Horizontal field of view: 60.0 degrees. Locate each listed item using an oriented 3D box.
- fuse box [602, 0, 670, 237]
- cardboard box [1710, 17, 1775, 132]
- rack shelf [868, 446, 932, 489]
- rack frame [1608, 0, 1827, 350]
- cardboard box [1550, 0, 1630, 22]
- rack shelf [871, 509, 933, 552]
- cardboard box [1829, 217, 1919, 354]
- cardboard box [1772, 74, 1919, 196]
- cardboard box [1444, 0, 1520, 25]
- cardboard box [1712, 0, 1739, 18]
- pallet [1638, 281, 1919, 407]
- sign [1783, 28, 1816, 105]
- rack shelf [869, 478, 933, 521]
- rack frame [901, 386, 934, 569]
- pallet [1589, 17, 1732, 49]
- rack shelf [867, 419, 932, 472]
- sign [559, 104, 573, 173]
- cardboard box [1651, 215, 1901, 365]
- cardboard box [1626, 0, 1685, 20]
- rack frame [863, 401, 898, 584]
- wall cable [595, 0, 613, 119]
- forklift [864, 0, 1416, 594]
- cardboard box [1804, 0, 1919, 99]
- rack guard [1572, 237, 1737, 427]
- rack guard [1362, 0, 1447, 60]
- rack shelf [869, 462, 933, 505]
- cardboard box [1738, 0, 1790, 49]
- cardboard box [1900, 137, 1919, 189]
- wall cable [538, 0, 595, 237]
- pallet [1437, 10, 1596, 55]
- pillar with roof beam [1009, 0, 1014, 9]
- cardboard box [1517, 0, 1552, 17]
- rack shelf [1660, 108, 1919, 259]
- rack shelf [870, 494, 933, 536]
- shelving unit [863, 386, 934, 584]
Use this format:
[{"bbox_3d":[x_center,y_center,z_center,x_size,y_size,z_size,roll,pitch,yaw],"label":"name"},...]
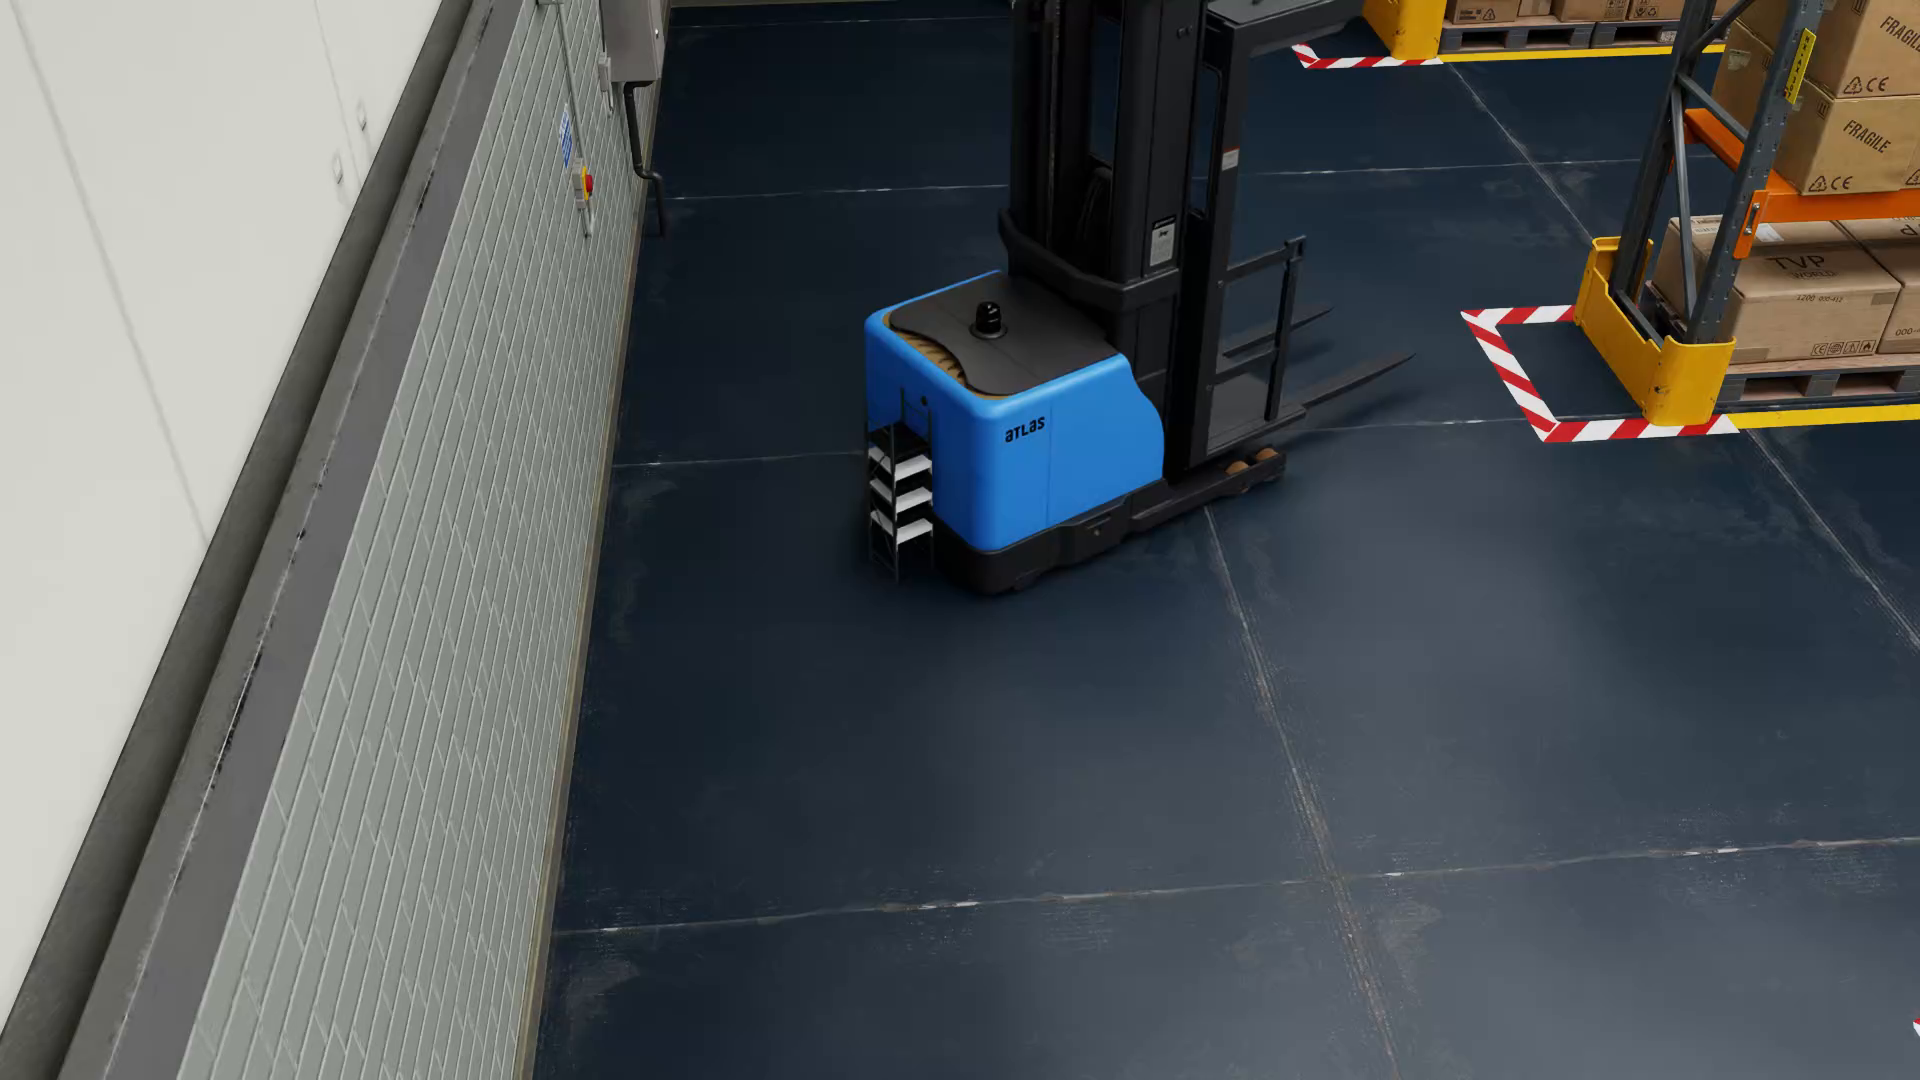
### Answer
[{"bbox_3d":[-1.840,-2.622,10.013,0.414,1.711,0.539,-3,38,-4],"label":"fuse box"},{"bbox_3d":[4.272,-2.376,8.581,0.500,0.500,0.500,-3,38,-4],"label":"cardboard box"},{"bbox_3d":[-0.279,-0.357,7.561,0.200,0.077,0.258,-23,44,-27],"label":"rack shelf"},{"bbox_3d":[3.815,-2.147,8.372,0.127,3.000,1.000,-3,38,-4],"label":"rack frame"},{"bbox_3d":[4.844,-4.391,12.895,0.500,0.500,0.700,-2,38,-2],"label":"cardboard box"},{"bbox_3d":[-0.279,-0.074,7.784,0.200,0.077,0.258,-23,44,-27],"label":"rack shelf"},{"bbox_3d":[5.375,-1.460,9.230,0.875,0.438,0.875,-2,38,-3],"label":"cardboard box"},{"bbox_3d":[4.319,-2.036,8.150,0.500,0.500,0.500,-3,38,-4],"label":"cardboard box"},{"bbox_3d":[3.989,-4.370,12.865,0.637,0.503,0.797,-5,39,-6],"label":"cardboard box"},{"bbox_3d":[5.878,-4.448,12.967,0.500,0.500,0.700,-5,38,-6],"label":"cardboard box"},{"bbox_3d":[4.605,-1.145,9.352,1.213,0.211,1.003,-3,38,-4],"label":"pallet"},{"bbox_3d":[3.858,-2.176,7.645,0.005,0.325,0.100,-3,38,-4],"label":"sign"},{"bbox_3d":[-0.279,-0.216,7.673,0.200,0.077,0.258,-23,44,-27],"label":"rack shelf"},{"bbox_3d":[-0.196,-0.278,7.698,0.006,0.900,0.240,-23,44,-27],"label":"rack frame"},{"bbox_3d":[5.454,-4.228,13.261,1.213,0.211,1.003,-3,38,-4],"label":"pallet"},{"bbox_3d":[-0.279,-0.428,7.505,0.200,0.077,0.258,-23,44,-27],"label":"rack shelf"},{"bbox_3d":[-1.856,-1.896,7.836,0.001,0.218,0.327,-3,38,-4],"label":"sign"},{"bbox_3d":[4.464,-1.404,9.160,0.875,0.438,0.875,-4,38,-6],"label":"cardboard box"},{"bbox_3d":[5.380,-4.358,12.853,0.500,0.500,0.500,-2,38,-3],"label":"cardboard box"},{"bbox_3d":[-0.363,-0.206,7.606,0.006,0.900,0.240,-23,44,-27],"label":"rack frame"},{"bbox_3d":[-1.937,-3.097,8.755,0.122,1.984,0.588,-3,38,-4],"label":"wall cable"},{"bbox_3d":[1.041,-1.624,7.764,3.031,2.935,1.130,-23,44,-27],"label":"forklift"},{"bbox_3d":[4.318,-2.430,7.842,0.500,0.500,0.500,-4,38,-5],"label":"cardboard box"},{"bbox_3d":[3.791,-1.165,9.144,0.348,0.500,1.175,-3,38,-4],"label":"rack guard"},{"bbox_3d":[3.447,-4.232,13.033,0.348,0.500,1.175,-3,38,-4],"label":"rack guard"},{"bbox_3d":[-0.279,-0.286,7.617,0.200,0.077,0.258,-23,44,-27],"label":"rack shelf"},{"bbox_3d":[4.274,-2.752,8.251,0.500,0.500,0.500,-2,38,-2],"label":"cardboard box"},{"bbox_3d":[4.820,-2.081,8.207,0.500,0.500,0.500,-4,38,-5],"label":"cardboard box"},{"bbox_3d":[-1.799,-2.235,7.637,0.123,1.953,0.585,-3,38,-4],"label":"wall cable"},{"bbox_3d":[4.242,-4.163,13.178,1.213,0.211,1.003,-3,38,-4],"label":"pallet"},{"bbox_3d":[0.988,-5.317,7.546,0.400,9.000,9.100,-3,38,-4],"label":"pillar with roof beam"},{"bbox_3d":[4.416,-4.230,12.974,0.250,0.149,0.380,-5,39,-6],"label":"cardboard box"},{"bbox_3d":[5.807,-1.975,8.734,4.000,0.370,1.077,-3,38,-4],"label":"rack shelf"},{"bbox_3d":[-0.279,-0.145,7.728,0.200,0.077,0.258,-23,44,-27],"label":"rack shelf"},{"bbox_3d":[-0.279,-0.242,7.652,0.210,0.900,0.258,-23,44,-27],"label":"shelving unit"}]
